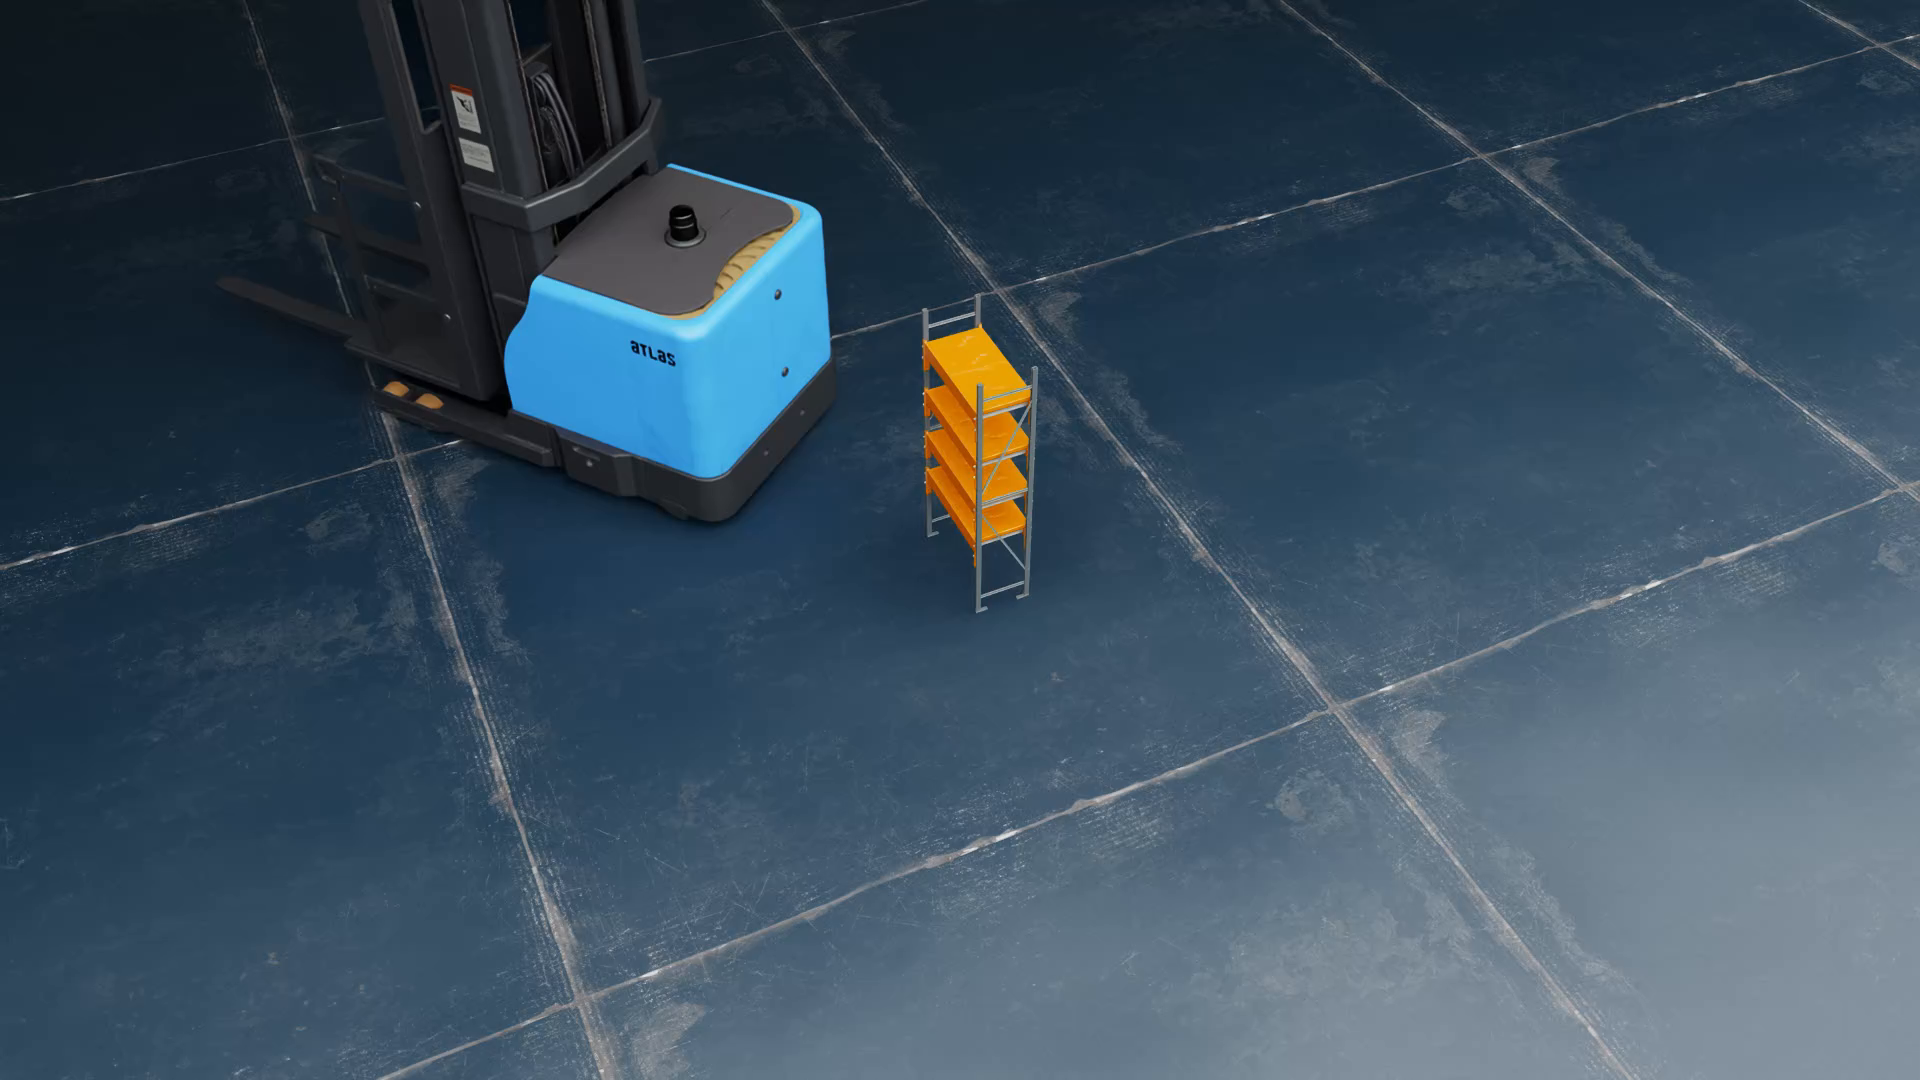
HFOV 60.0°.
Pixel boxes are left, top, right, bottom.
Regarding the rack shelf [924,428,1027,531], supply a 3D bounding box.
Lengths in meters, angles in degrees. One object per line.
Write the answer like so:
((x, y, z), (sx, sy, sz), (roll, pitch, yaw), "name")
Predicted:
((0.070, -0.274, 6.638), (0.258, 0.148, 0.480), (-18, 47, -17), "rack shelf")

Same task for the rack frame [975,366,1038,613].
((0.172, -0.166, 6.433), (0.240, 1.200, 0.015), (-18, 47, -17), "rack frame")

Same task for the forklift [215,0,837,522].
((-2.119, -1.856, 6.913), (3.031, 2.935, 1.130), (20, 48, 19), "forklift")

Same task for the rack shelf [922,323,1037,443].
((0.070, -0.601, 6.315), (0.258, 0.148, 0.480), (-18, 47, -17), "rack shelf")

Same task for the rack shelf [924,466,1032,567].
((0.070, -0.132, 6.777), (0.258, 0.148, 0.480), (-18, 47, -17), "rack shelf")

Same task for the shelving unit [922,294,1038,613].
((0.070, -0.322, 6.591), (0.258, 1.200, 0.503), (-18, 47, -17), "shelving unit")

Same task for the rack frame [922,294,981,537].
((-0.033, -0.477, 6.748), (0.240, 1.200, 0.015), (-18, 47, -17), "rack frame")

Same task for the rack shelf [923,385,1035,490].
((0.070, -0.433, 6.481), (0.258, 0.148, 0.480), (-18, 47, -17), "rack shelf")
